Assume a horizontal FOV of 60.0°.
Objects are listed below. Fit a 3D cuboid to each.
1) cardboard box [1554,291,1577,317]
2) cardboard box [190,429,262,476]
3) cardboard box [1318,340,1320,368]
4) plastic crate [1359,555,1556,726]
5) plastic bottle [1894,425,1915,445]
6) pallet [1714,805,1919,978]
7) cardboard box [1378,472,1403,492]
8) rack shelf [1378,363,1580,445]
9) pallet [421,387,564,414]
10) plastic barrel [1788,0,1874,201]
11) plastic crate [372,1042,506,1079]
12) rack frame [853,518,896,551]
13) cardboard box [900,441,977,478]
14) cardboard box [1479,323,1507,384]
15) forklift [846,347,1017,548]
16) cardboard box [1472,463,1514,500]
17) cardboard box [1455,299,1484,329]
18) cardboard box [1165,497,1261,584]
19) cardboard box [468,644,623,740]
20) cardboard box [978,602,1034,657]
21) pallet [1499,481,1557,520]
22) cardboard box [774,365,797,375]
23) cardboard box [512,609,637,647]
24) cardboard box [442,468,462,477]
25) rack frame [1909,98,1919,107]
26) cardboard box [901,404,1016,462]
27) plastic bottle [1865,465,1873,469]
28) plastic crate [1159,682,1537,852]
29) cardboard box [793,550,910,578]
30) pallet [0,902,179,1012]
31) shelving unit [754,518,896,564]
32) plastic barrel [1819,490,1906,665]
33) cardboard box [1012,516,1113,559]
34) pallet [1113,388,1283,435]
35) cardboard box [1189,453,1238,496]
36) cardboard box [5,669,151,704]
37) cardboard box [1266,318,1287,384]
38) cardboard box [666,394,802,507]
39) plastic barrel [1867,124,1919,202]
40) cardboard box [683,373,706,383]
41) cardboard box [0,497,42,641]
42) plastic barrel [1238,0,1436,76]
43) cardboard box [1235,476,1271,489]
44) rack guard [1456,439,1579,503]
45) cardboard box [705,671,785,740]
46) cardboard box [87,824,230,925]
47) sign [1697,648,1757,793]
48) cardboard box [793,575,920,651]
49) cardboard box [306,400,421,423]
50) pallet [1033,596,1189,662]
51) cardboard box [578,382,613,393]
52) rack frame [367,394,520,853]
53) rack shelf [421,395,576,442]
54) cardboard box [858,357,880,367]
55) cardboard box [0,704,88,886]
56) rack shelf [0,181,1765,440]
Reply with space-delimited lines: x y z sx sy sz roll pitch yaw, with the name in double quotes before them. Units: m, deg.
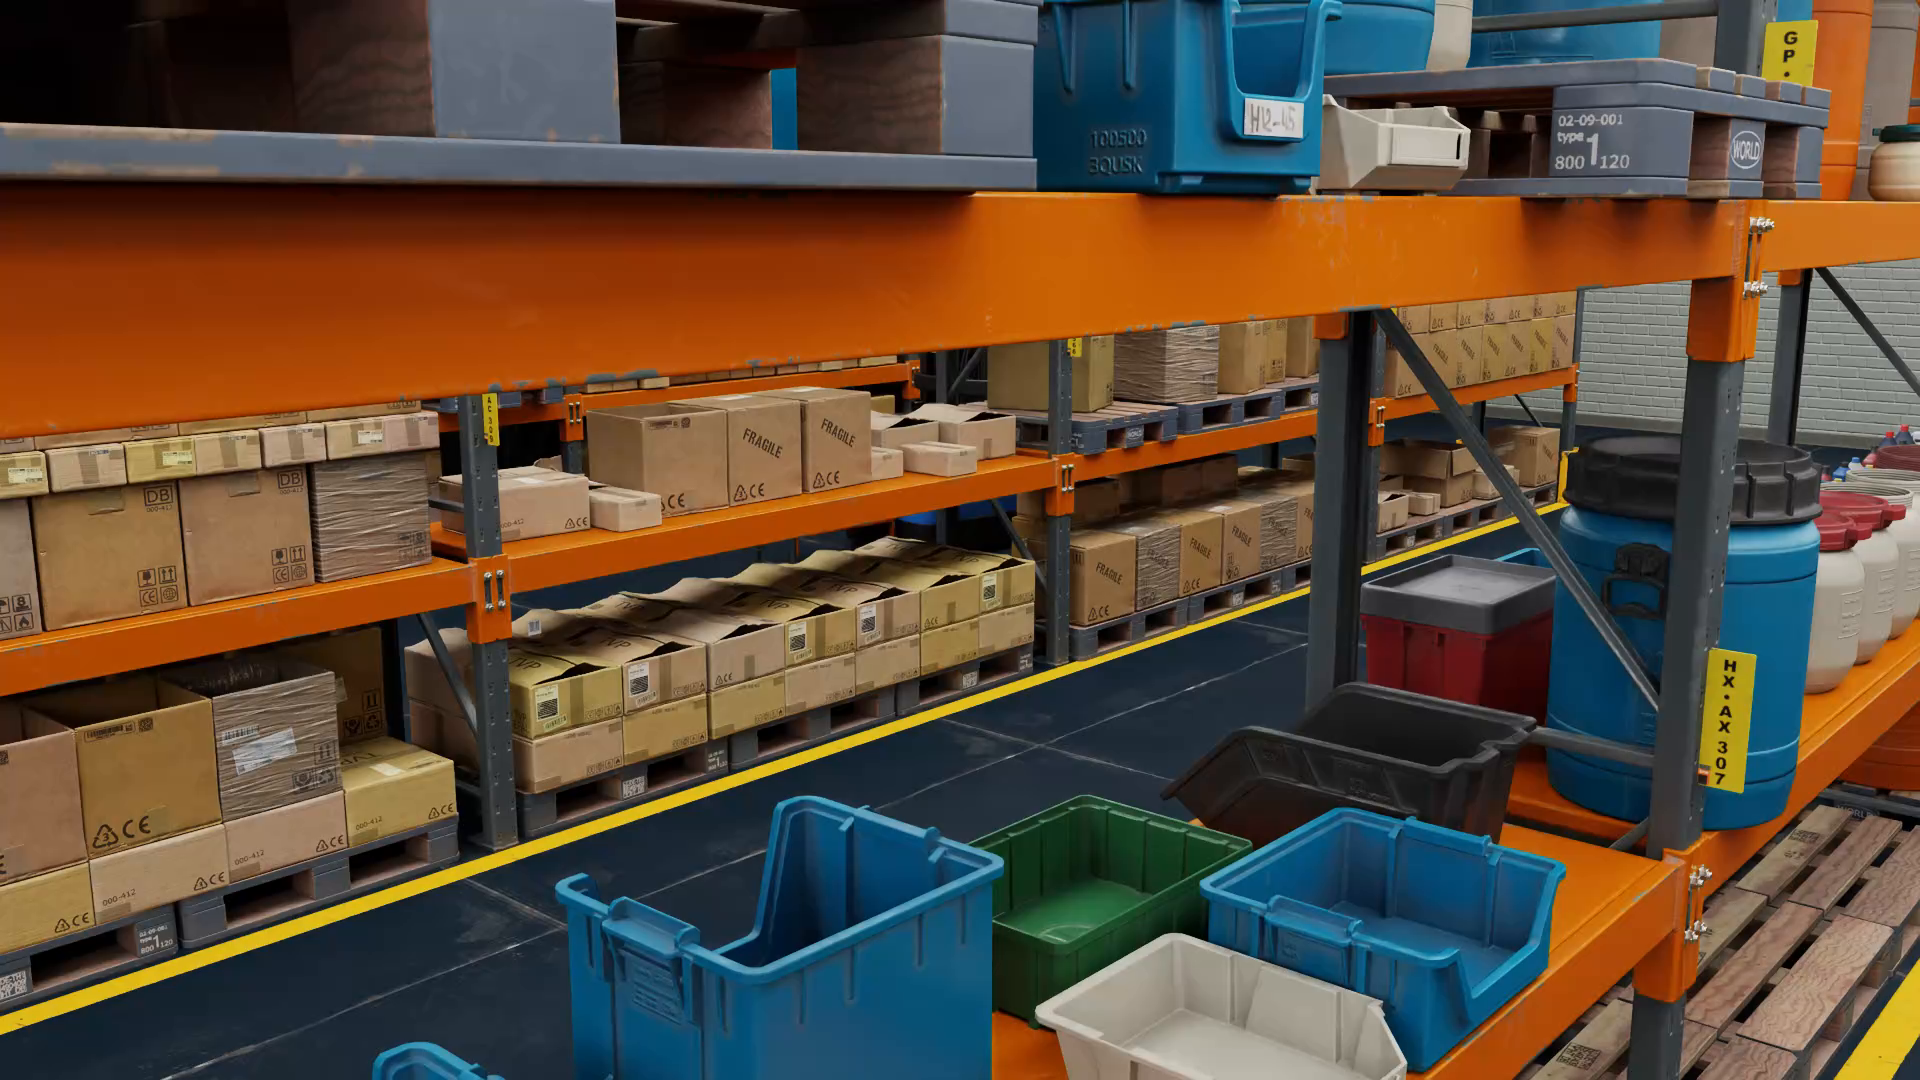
"cardboard box" 5.455 -2.371 15.614 0.500 0.500 0.500 10 15 40
"cardboard box" -2.906 -0.353 6.406 0.380 0.149 0.250 10 15 40
"cardboard box" 3.039 -1.500 13.806 0.500 0.500 0.500 10 15 41
"plastic crate" 1.429 0.332 4.727 0.402 0.464 0.583 10 15 40
"plastic bottle" 5.028 -0.438 8.871 0.144 0.351 0.185 10 15 40
"pallet" 3.440 1.362 6.853 1.003 0.211 1.213 10 15 40
"cardboard box" 3.560 -0.472 14.657 0.500 0.311 0.500 10 15 40
"rack shelf" 4.222 -1.285 14.825 1.077 0.370 4.000 10 15 40
"pallet" -3.852 -1.183 12.963 1.213 0.211 1.003 10 15 40
"plastic barrel" 2.843 -1.607 5.843 0.600 0.830 0.708 10 15 40
"plastic crate" -0.762 0.928 2.284 0.499 0.251 0.408 10 15 40
"rack frame" -0.698 -0.425 13.468 0.032 1.125 0.500 -11 16 -43
"cardboard box" -0.124 -0.464 9.518 0.380 0.149 0.250 10 15 40
"cardboard box" 4.445 -1.657 14.592 0.500 0.500 0.500 9 15 40
"forklift" 0.451 -1.523 14.354 3.031 2.935 1.130 -11 16 -43
"cardboard box" 4.719 -0.552 15.213 0.500 0.250 0.500 10 15 40
"cardboard box" 4.105 -2.068 14.097 0.500 0.500 0.500 9 15 39
"cardboard box" 1.794 -0.004 11.830 0.500 0.500 0.500 9 14 38
"cardboard box" -1.919 0.672 7.705 0.500 0.311 0.500 10 15 41
"cardboard box" 0.098 0.496 10.017 0.500 0.250 0.500 10 15 42
"pallet" 4.967 -0.436 15.857 1.003 0.211 1.213 10 15 40
"cardboard box" -1.703 -1.603 15.168 0.380 0.149 0.250 9 15 39
"cardboard box" -1.988 0.527 8.433 0.500 0.311 0.500 10 15 42
"cardboard box" -3.898 -0.273 13.176 0.700 0.500 0.500 10 15 41
"rack frame" 3.980 -3.056 6.538 1.000 3.000 0.127 10 15 40
"cardboard box" -0.011 -0.664 10.104 0.500 0.311 0.500 11 16 44
"plastic bottle" 4.619 -0.280 8.464 0.097 0.201 0.097 0 11 0
"plastic crate" 0.899 0.565 3.882 0.767 0.338 0.504 10 15 40
"cardboard box" -0.645 0.230 9.920 0.500 0.311 0.500 9 15 39
"pallet" -3.740 1.492 6.200 1.003 0.211 1.213 10 15 40
"shelving unit" -1.061 -0.356 13.120 1.048 1.125 0.538 -11 16 -43
"plastic barrel" 2.906 0.123 5.588 0.433 0.535 0.433 0 11 0
"cardboard box" 0.703 0.087 11.377 0.500 0.500 0.500 11 15 43
"pallet" 1.542 -0.948 11.789 1.003 0.211 1.213 10 15 40
"cardboard box" 1.740 -0.515 12.474 0.500 0.250 0.500 10 15 40
"cardboard box" -3.580 0.783 6.667 0.500 0.500 0.500 10 15 40
"cardboard box" 2.015 -1.449 12.478 0.500 0.500 0.700 -9 15 -39
"cardboard box" -1.181 -0.478 8.691 0.500 0.500 0.500 10 15 40
"plastic barrel" 3.316 -1.300 5.757 0.301 0.262 0.301 0 11 0
"cardboard box" -2.420 -1.457 14.437 0.380 0.149 0.250 10 15 42
"cardboard box" -3.681 0.077 5.910 0.700 0.500 0.500 10 15 42
"plastic barrel" 0.602 -1.316 3.131 0.600 0.901 0.708 10 15 40
"cardboard box" 2.056 -0.214 12.884 0.500 0.500 0.500 10 15 41
"rack guard" 5.492 -0.695 16.416 1.175 0.500 0.348 10 15 40
"cardboard box" -1.248 0.797 8.512 0.500 0.250 0.500 9 15 39
"cardboard box" -3.177 1.220 6.393 0.500 0.250 0.500 10 15 40
"sign" 1.746 0.411 3.788 0.100 0.325 0.005 10 15 40
"cardboard box" -0.572 0.372 9.206 0.500 0.311 0.500 10 15 40
"cardboard box" -2.667 -0.786 6.920 0.700 0.500 0.500 10 15 41
"pallet" 0.783 0.507 11.133 1.003 0.211 1.213 10 15 40
"cardboard box" -3.070 -1.300 13.654 0.380 0.149 0.250 9 15 40
"rack frame" -2.379 -0.167 7.388 1.000 3.000 0.127 10 15 40
"rack shelf" -4.782 -0.748 12.136 1.077 0.370 4.000 10 15 40
"cardboard box" -0.981 -1.744 15.874 0.380 0.149 0.250 10 15 41
"cardboard box" -3.506 0.926 5.951 0.500 0.500 0.500 10 15 40
"rack shelf" 0.019 -0.350 2.482 1.077 0.370 4.000 10 15 40
